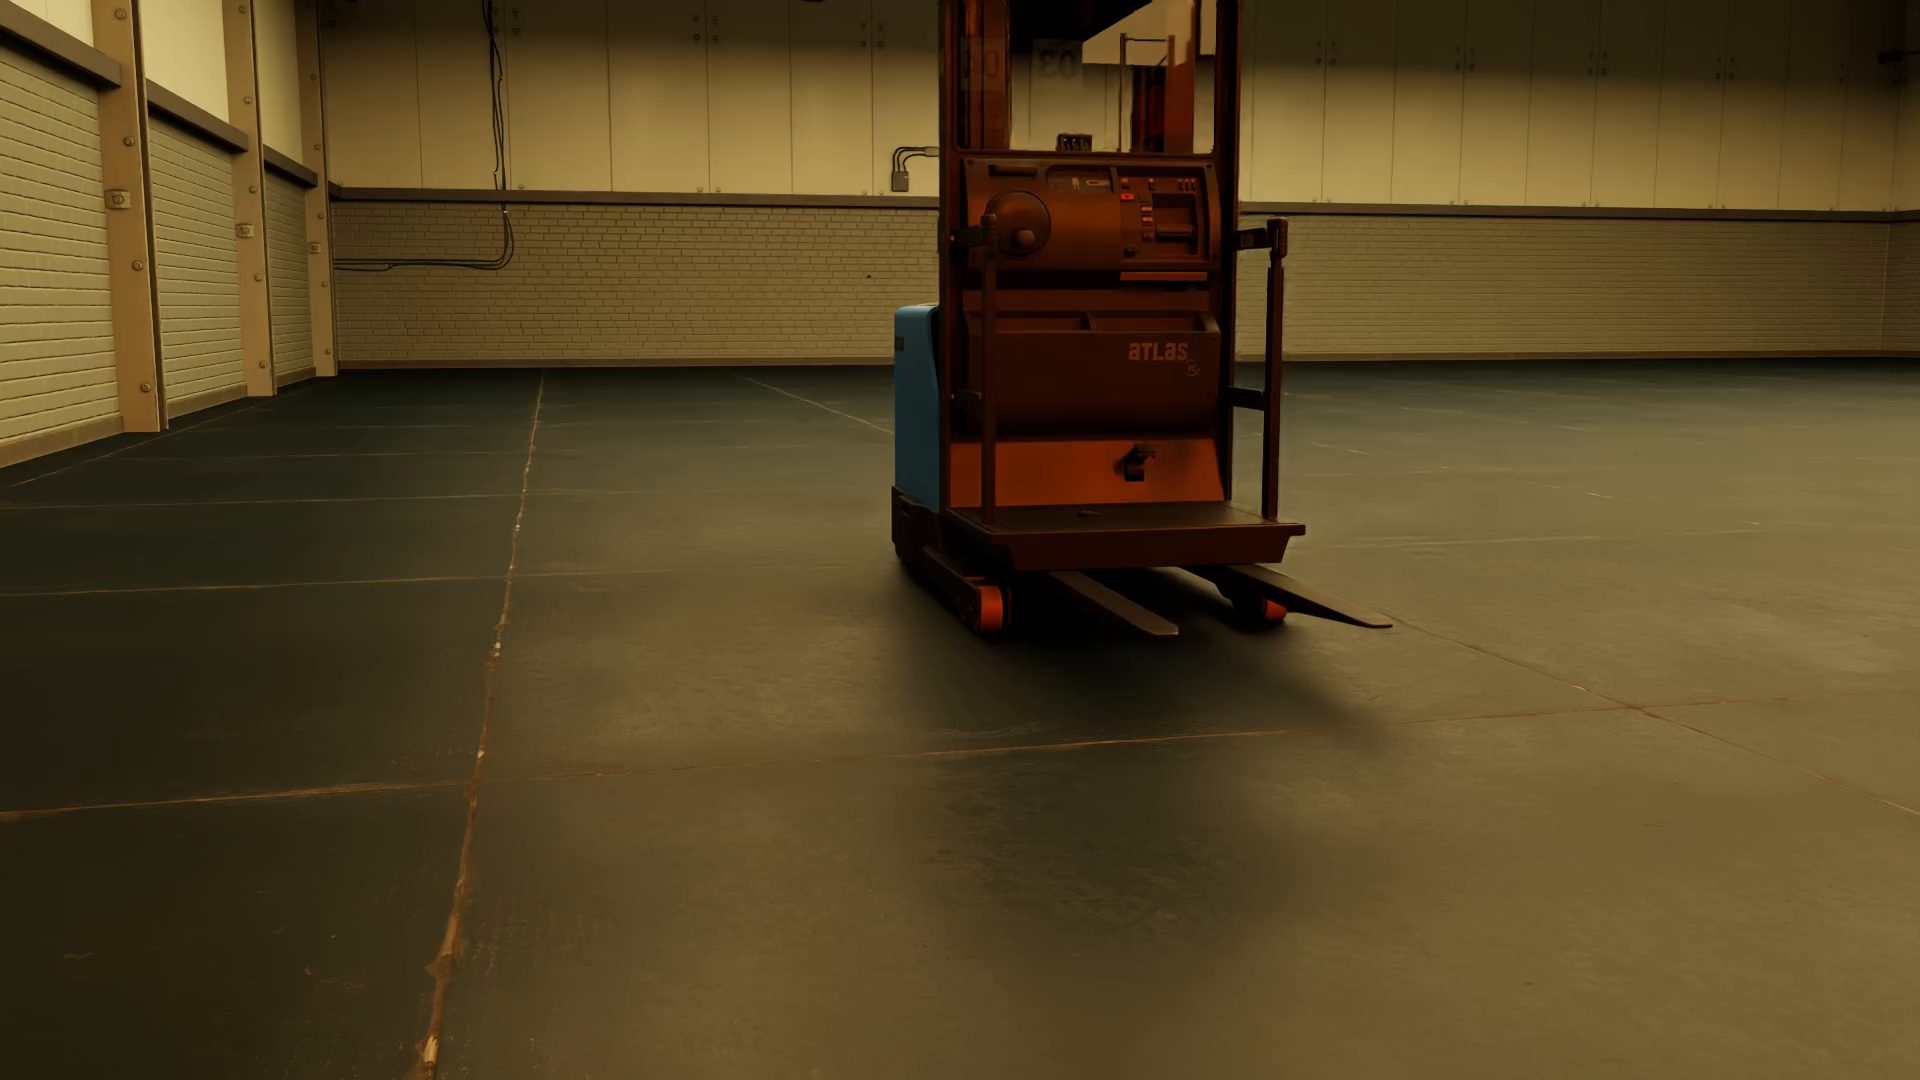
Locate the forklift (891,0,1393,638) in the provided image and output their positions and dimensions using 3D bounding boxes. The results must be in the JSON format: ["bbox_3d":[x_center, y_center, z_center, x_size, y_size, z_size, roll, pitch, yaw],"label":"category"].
[{"bbox_3d":[0.519,-1.197,5.689,1.130,2.935,3.031,-2,8,-12],"label":"forklift"}]
